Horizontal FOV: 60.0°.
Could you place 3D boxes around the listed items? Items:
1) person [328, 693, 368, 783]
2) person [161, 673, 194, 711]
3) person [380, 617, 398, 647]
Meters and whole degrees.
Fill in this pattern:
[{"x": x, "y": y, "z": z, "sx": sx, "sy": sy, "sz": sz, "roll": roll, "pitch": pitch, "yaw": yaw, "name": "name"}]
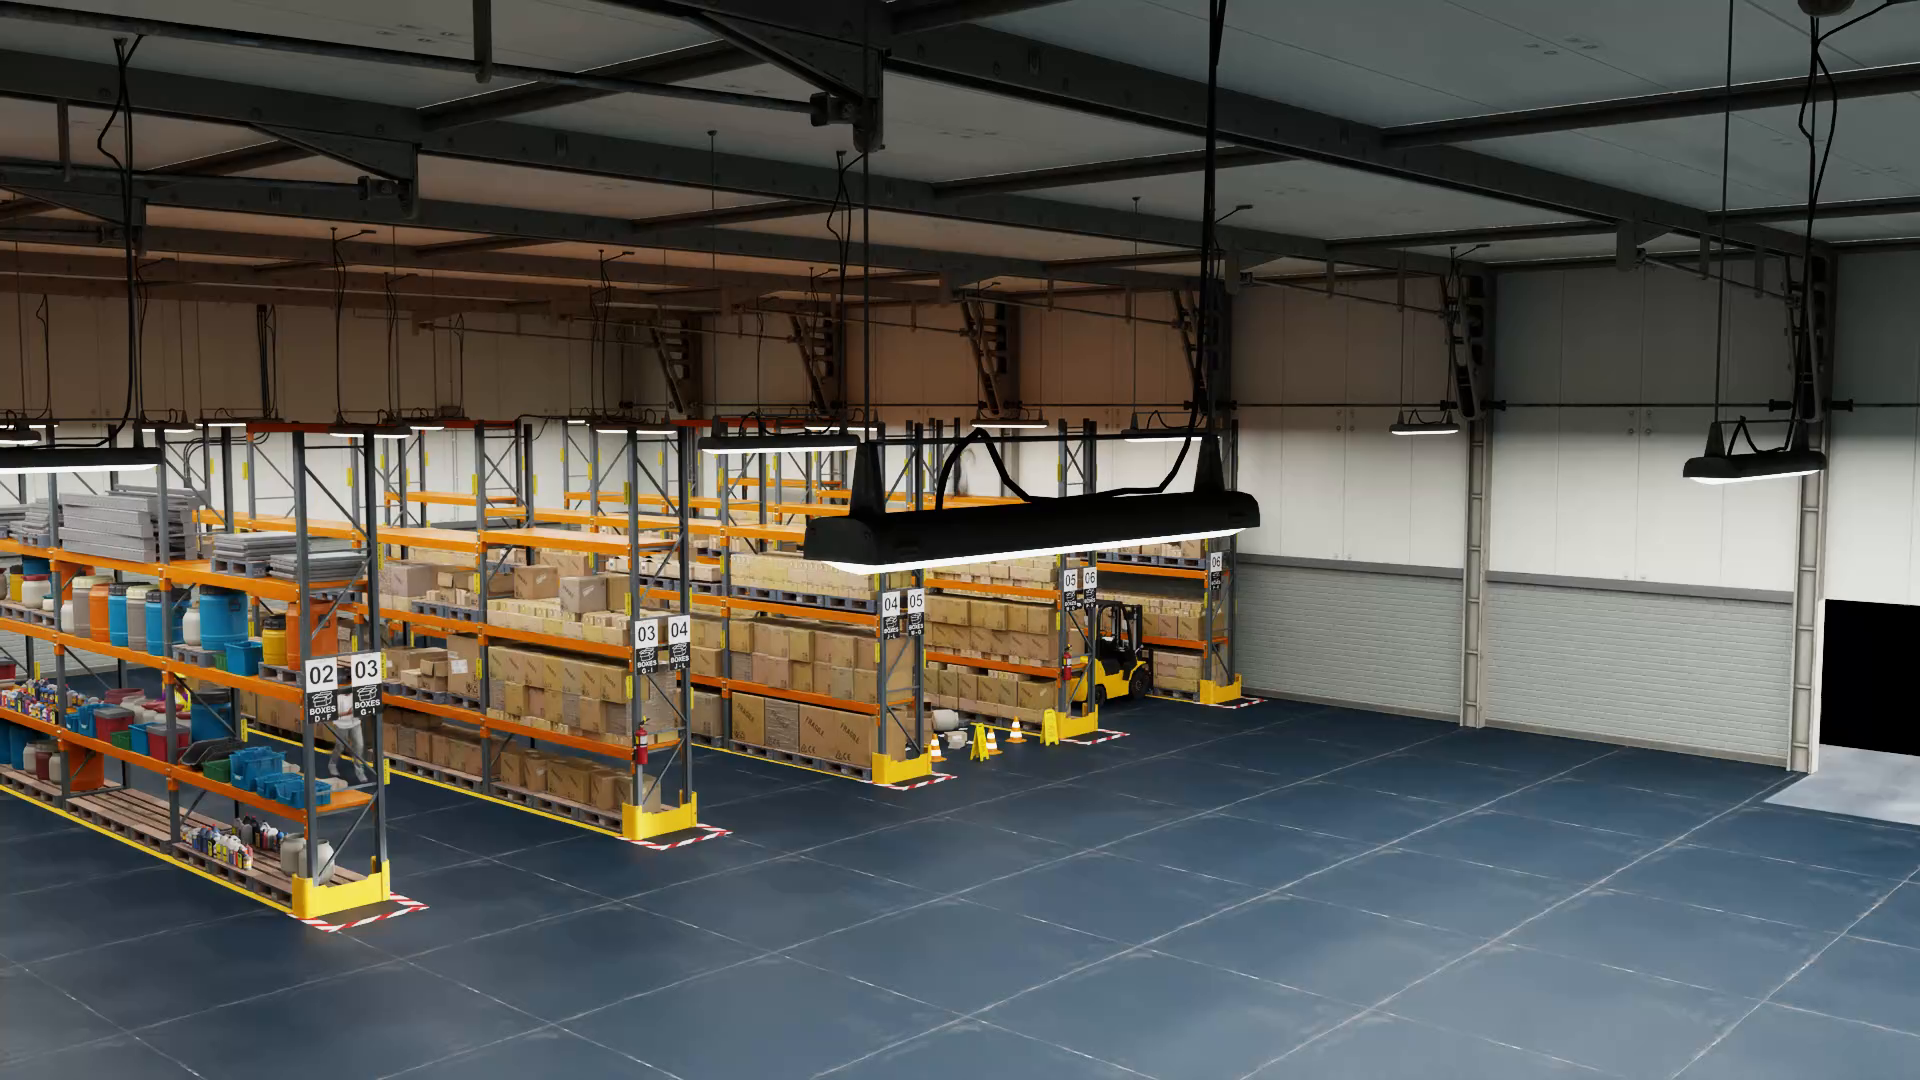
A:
[{"x": -10.319, "y": 3.145, "z": 27.965, "sx": 0.897, "sy": 1.803, "sz": 0.681, "roll": 3, "pitch": 6, "yaw": 36, "name": "person"}, {"x": -13.449, "y": 3.135, "z": 28.693, "sx": 0.598, "sy": 1.726, "sz": 0.702, "roll": 3, "pitch": 6, "yaw": 34, "name": "person"}, {"x": -14.010, "y": 2.149, "z": 40.978, "sx": 0.569, "sy": 1.696, "sz": 0.851, "roll": 0, "pitch": 5, "yaw": 2, "name": "person"}]
